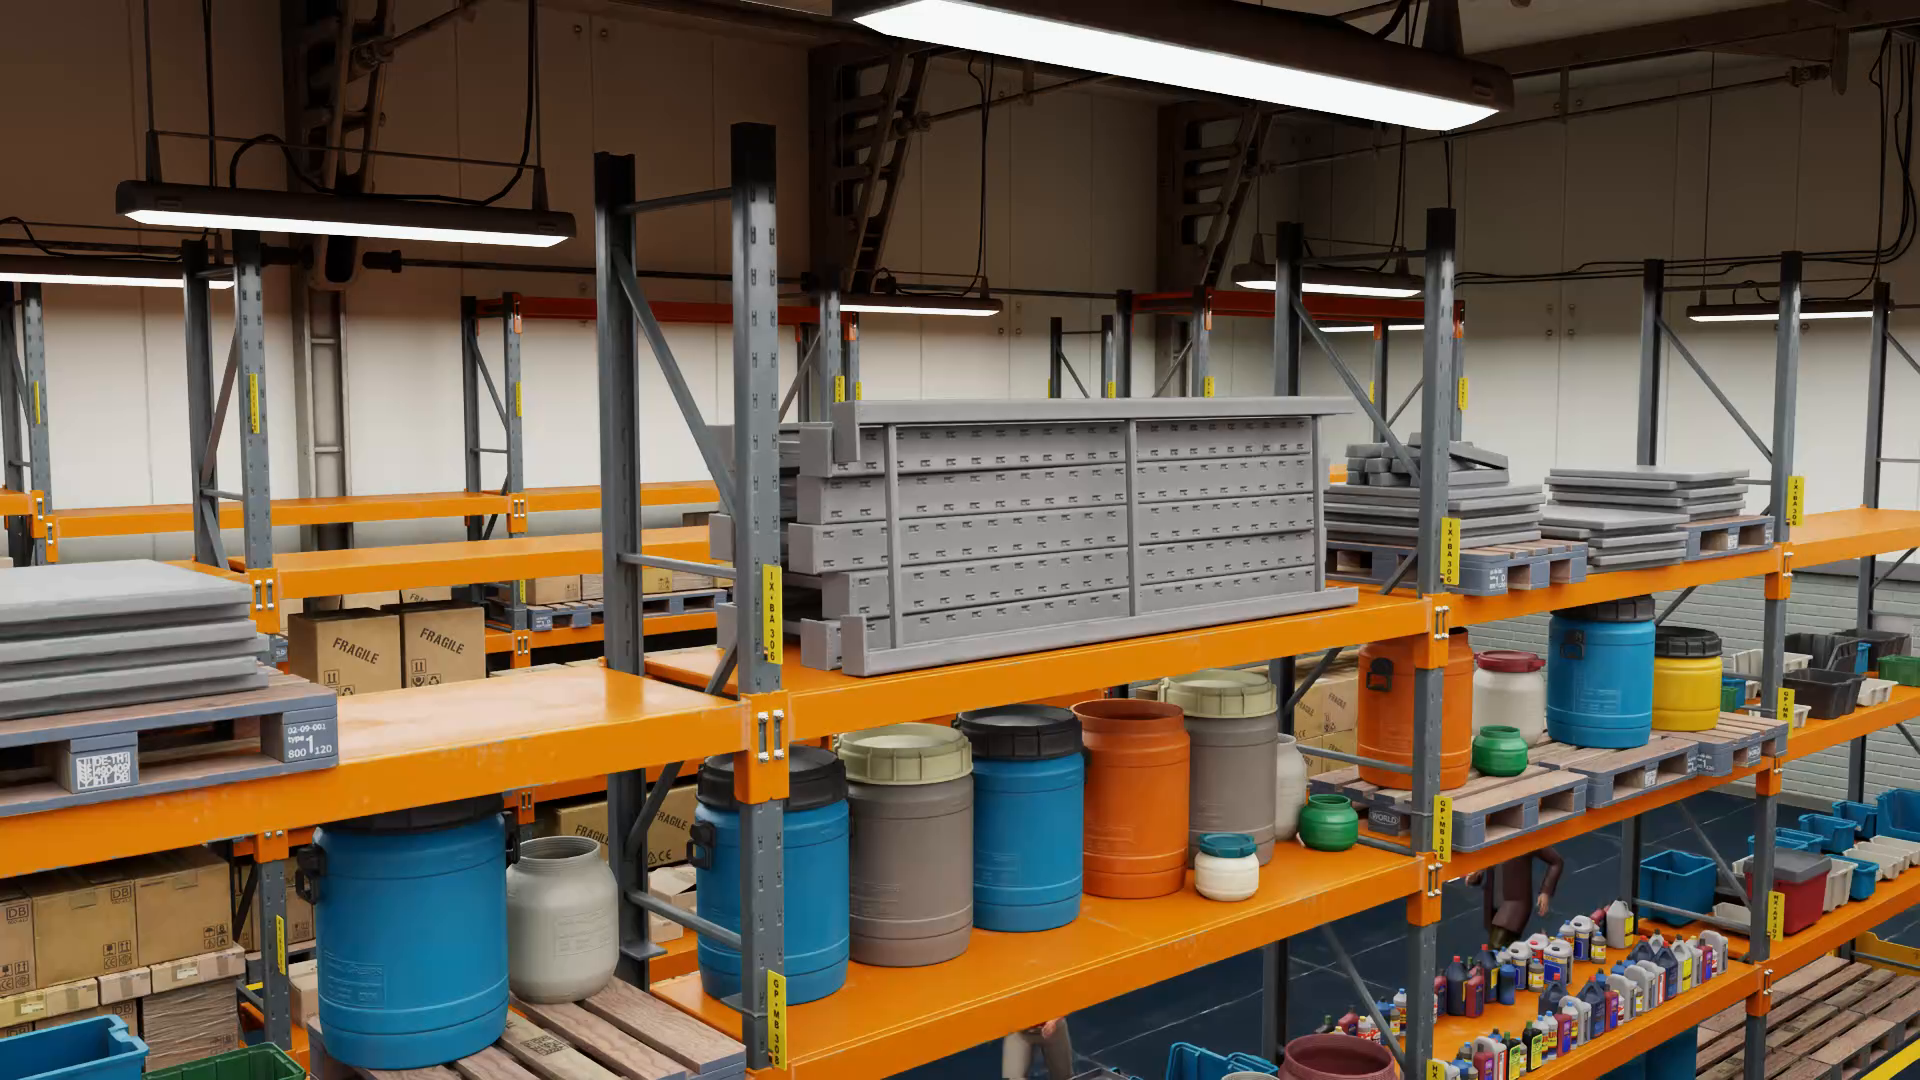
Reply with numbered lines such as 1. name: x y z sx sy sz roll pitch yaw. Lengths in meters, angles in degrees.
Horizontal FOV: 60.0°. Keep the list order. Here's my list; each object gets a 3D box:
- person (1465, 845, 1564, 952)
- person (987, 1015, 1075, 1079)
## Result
1. person: 4.483 3.099 13.635 0.843 1.584 0.693 -4 6 -33
2. person: 0.490 3.332 11.108 0.694 1.699 0.826 0 5 5
